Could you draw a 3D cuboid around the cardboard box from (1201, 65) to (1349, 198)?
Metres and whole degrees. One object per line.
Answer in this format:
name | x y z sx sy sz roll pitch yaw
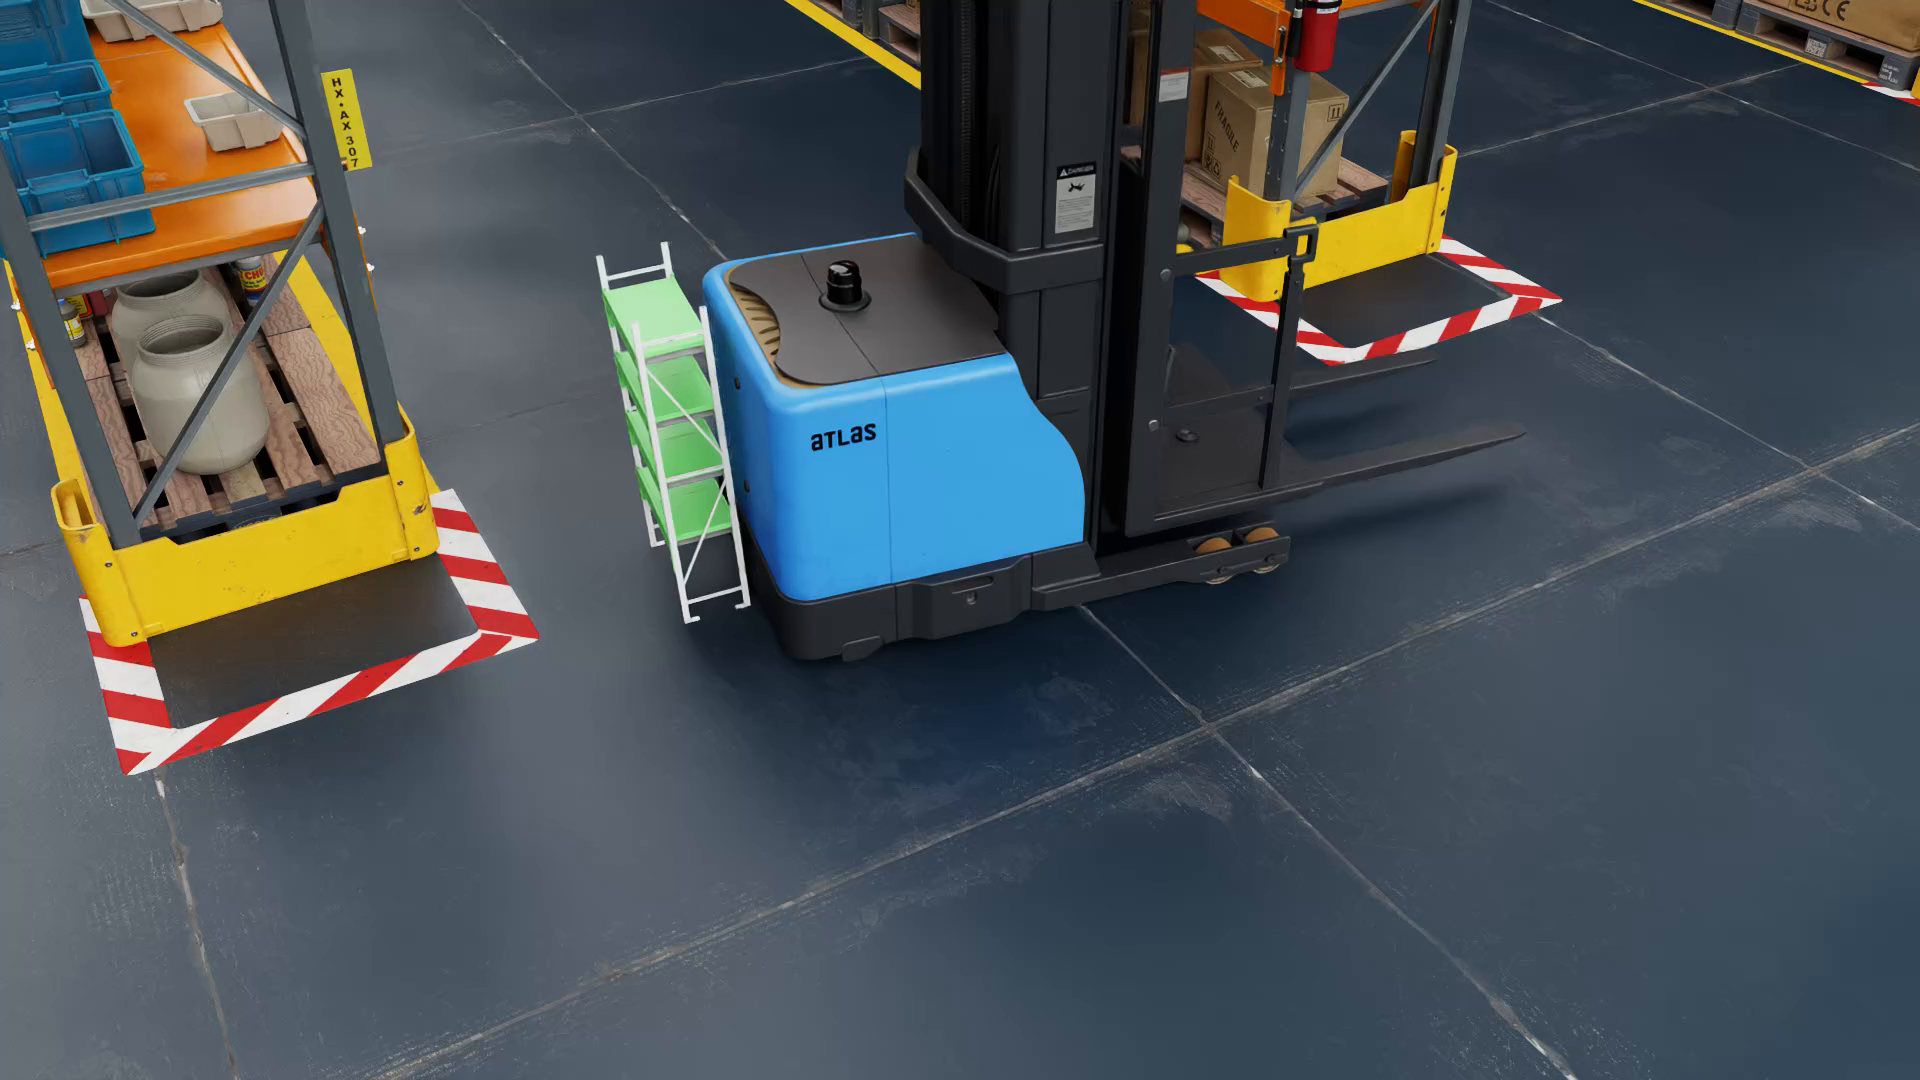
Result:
cardboard box | 1.548 -2.014 8.228 0.500 0.500 0.500 -12 38 -16

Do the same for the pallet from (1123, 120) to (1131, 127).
pallet | 0.823 -2.489 9.479 1.003 0.211 1.213 -19 40 -24

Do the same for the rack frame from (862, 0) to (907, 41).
rack frame | -0.162 -4.570 9.964 1.000 3.000 0.127 -19 40 -24

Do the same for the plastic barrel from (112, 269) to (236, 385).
plastic barrel | -3.084 -0.796 6.550 0.421 0.512 0.421 0 36 0

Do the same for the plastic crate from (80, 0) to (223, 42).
plastic crate | -3.410 -2.243 7.002 0.530 0.136 0.437 -19 40 -24

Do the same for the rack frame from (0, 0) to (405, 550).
rack frame | -2.435 -1.063 5.162 1.000 3.000 0.127 -19 40 -24

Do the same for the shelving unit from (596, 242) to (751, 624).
shelving unit | -0.974 -0.353 5.706 0.258 1.200 0.503 -16 39 -16

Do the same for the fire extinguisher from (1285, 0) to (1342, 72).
fire extinguisher | 1.507 -2.304 6.927 0.296 0.674 0.183 -19 40 -24

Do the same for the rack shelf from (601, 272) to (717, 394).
rack shelf | -0.990 -0.685 5.456 0.258 0.148 0.480 -16 39 -16

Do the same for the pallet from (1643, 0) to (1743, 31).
pallet | 5.109 -3.829 11.313 1.003 0.211 1.213 -19 40 -24

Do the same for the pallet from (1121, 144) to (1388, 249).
pallet | 1.432 -1.868 8.628 1.003 0.211 1.213 -19 40 -24

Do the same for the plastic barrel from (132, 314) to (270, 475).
plastic barrel | -2.832 -0.541 6.200 0.421 0.512 0.421 0 36 0

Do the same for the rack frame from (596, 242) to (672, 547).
rack frame | -1.067 -0.486 5.888 0.240 1.200 0.015 -16 39 -16

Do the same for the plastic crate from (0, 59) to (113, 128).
plastic crate | -3.267 -1.502 5.889 0.499 0.251 0.408 -19 40 -24

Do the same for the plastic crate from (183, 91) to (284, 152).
plastic crate | -2.606 -1.508 5.995 0.298 0.136 0.250 -19 40 -24

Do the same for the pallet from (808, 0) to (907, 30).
pallet | -0.555 -3.841 11.330 1.003 0.211 1.213 -19 40 -24

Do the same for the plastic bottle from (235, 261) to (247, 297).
plastic bottle | -3.129 -1.180 7.322 0.097 0.201 0.097 0 36 0

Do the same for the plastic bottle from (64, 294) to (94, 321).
plastic bottle | -3.840 -1.084 7.127 0.152 0.276 0.135 -19 40 -24

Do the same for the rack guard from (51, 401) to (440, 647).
rack guard | -2.514 -0.078 5.933 1.175 0.500 0.348 -19 40 -24

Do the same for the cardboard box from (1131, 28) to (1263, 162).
cardboard box | 1.218 -2.309 8.631 0.500 0.500 0.500 -9 37 -12

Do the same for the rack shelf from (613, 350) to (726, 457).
rack shelf | -0.981 -0.493 5.600 0.258 0.148 0.480 -16 39 -16

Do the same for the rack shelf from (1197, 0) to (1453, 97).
rack shelf | 0.843 -3.260 8.780 1.077 0.370 4.000 -19 40 -24

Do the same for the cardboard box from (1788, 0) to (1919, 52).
cardboard box | 5.789 -3.586 10.063 0.875 0.875 0.875 -19 40 -24

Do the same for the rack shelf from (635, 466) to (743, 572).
rack shelf | -0.962 -0.110 5.889 0.258 0.148 0.480 -16 39 -16

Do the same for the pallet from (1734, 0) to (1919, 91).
pallet | 5.717 -3.207 10.462 1.003 0.211 1.213 -19 40 -24

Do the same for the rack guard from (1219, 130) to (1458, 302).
rack guard | 1.809 -1.560 7.962 1.175 0.500 0.348 -19 40 -24

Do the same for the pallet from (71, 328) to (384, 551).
pallet | -2.917 -0.377 6.588 1.003 0.211 1.213 -19 40 -24

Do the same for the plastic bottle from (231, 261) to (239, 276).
plastic bottle | -3.249 -1.330 7.468 0.097 0.271 0.097 0 36 0

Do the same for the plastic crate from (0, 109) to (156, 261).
plastic crate | -2.945 -1.169 5.434 0.499 0.251 0.616 -19 40 -24

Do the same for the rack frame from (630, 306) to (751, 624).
rack frame | -0.881 -0.220 5.524 0.240 1.200 0.015 -16 39 -16

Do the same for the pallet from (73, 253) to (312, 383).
pallet | -3.526 -0.999 7.439 1.003 0.211 1.213 -19 40 -24

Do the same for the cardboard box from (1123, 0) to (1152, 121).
cardboard box | 0.920 -2.634 9.076 0.500 0.500 0.500 -15 39 -20

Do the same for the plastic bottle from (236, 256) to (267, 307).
plastic bottle | -3.076 -1.156 7.229 0.097 0.271 0.097 0 36 0

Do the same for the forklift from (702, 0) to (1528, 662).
forklift | 0.671 -1.303 5.549 3.031 2.935 1.130 -12 38 -16

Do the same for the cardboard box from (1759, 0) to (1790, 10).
cardboard box | 5.345 -4.034 10.676 0.875 0.875 0.875 -20 40 -25

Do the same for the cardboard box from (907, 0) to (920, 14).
cardboard box | 0.004 -3.515 10.282 0.500 0.500 0.500 -20 41 -25

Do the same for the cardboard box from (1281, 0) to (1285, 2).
cardboard box | 1.526 -2.513 7.361 0.380 0.149 0.250 -19 40 -24

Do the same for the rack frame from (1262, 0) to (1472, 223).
rack frame | 1.847 -2.530 7.171 1.000 3.000 0.127 -19 40 -24

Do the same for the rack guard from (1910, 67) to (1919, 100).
rack guard | 6.199 -2.927 9.834 1.175 0.500 0.348 -19 40 -24

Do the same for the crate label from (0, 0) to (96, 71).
crate label | -3.594 -1.935 6.327 0.502 0.435 0.616 -19 40 -24

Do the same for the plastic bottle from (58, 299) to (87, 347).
plastic bottle | -3.737 -0.917 6.962 0.097 0.201 0.097 0 36 0

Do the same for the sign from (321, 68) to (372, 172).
sign | -1.957 -1.335 5.300 0.100 0.325 0.005 -19 40 -24

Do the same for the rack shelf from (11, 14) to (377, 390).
rack shelf | -3.440 -1.792 6.770 1.077 0.370 4.000 -19 40 -24

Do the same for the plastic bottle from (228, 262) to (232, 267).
plastic bottle | -3.299 -1.381 7.538 0.097 0.271 0.097 0 36 0

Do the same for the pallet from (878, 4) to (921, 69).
pallet | 0.206 -3.112 10.332 1.003 0.211 1.213 -19 40 -24

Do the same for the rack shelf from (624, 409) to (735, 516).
rack shelf | -0.972 -0.302 5.745 0.258 0.148 0.480 -16 39 -16

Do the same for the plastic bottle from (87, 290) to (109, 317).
plastic bottle | -3.748 -1.119 7.168 0.061 0.283 0.133 -19 40 -24

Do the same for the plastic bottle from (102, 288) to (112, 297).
plastic bottle | -3.811 -1.171 7.309 0.097 0.201 0.097 0 36 0

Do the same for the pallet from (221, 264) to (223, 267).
pallet | -4.143 -1.622 8.291 1.003 0.211 1.213 -19 40 -24
